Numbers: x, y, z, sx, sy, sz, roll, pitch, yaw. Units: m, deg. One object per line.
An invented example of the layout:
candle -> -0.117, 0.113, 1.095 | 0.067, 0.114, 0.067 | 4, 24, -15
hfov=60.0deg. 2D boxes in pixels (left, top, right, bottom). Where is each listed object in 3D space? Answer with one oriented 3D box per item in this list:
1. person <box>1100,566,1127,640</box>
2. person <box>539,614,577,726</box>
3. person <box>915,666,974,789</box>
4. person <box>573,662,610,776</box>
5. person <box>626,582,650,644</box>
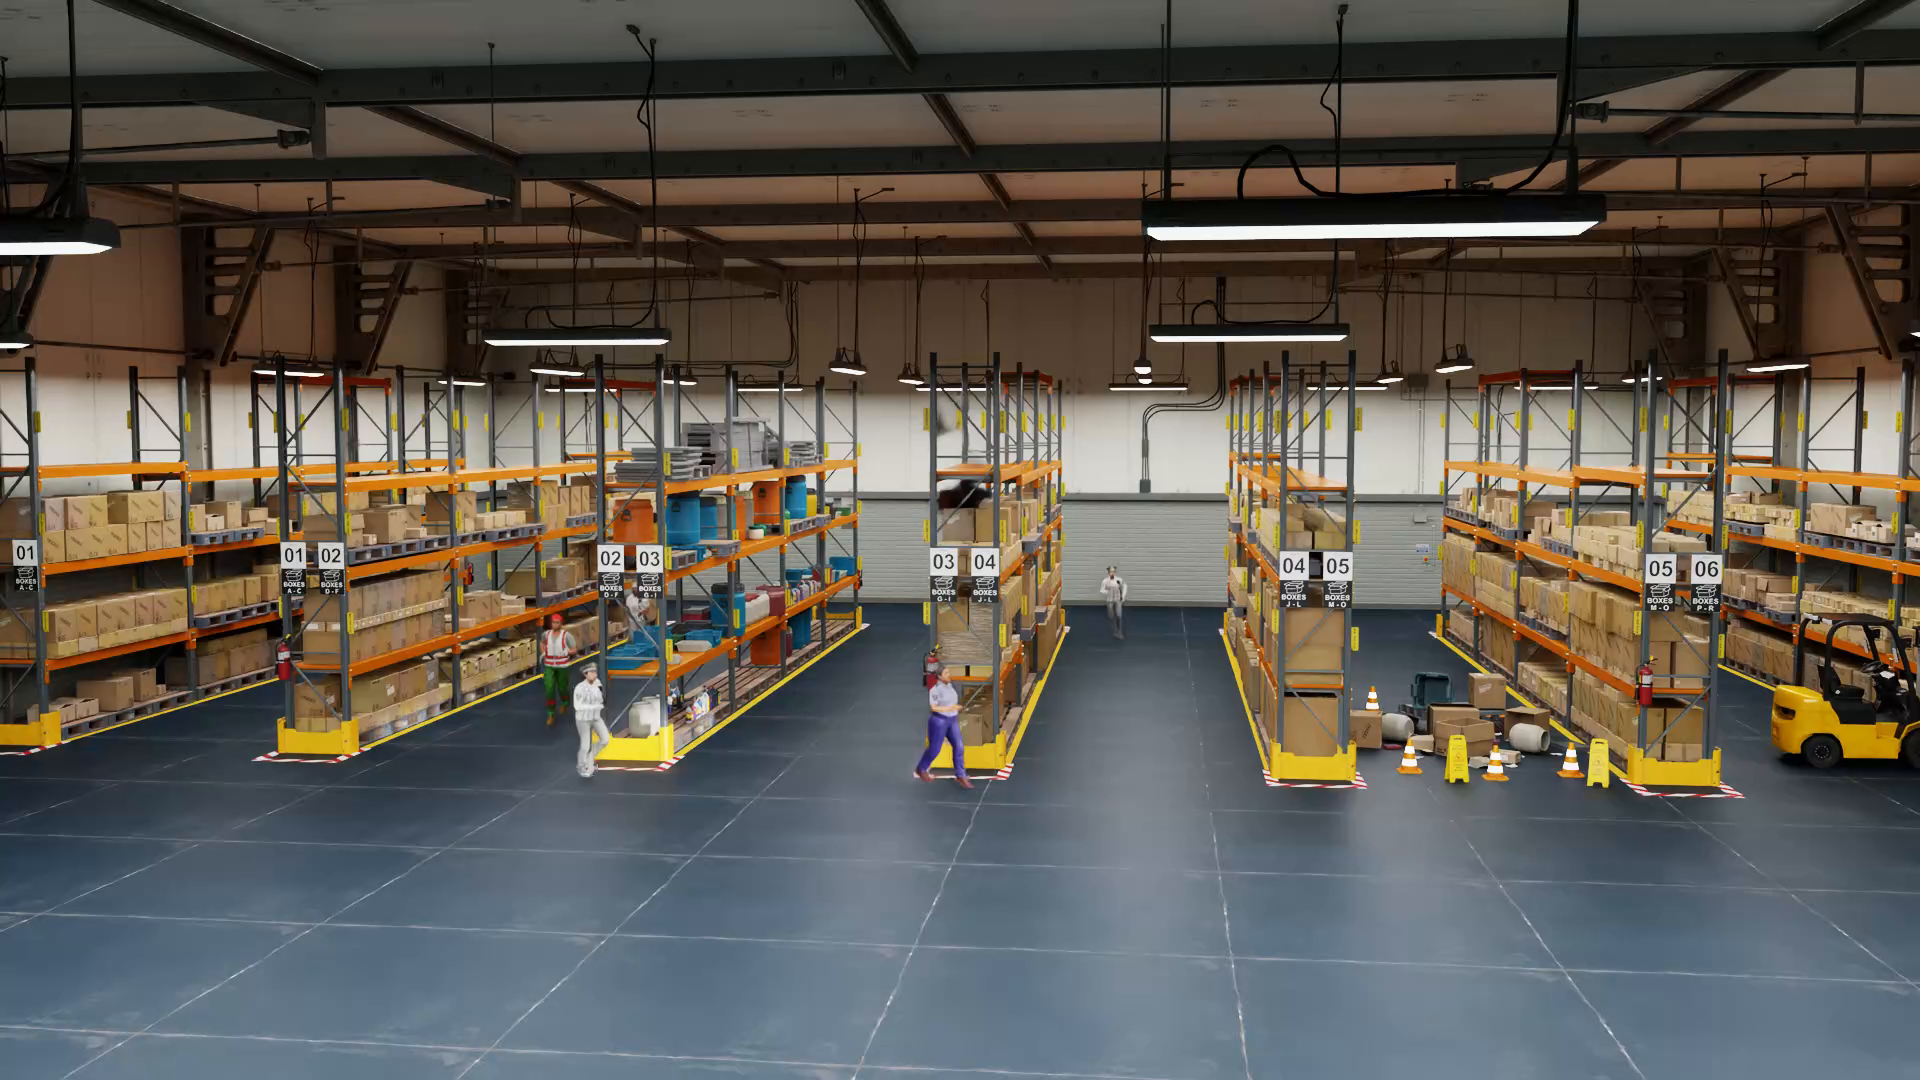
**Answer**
person -> 3.541, 1.448, 38.435 | 0.598, 1.719, 0.728 | 1, 4, 8
person -> -6.717, 2.128, 27.750 | 0.652, 1.805, 0.983 | 0, 4, -2
person -> -0.241, 2.559, 22.792 | 0.863, 1.667, 0.601 | 3, 5, 38
person -> -5.159, 2.515, 23.306 | 0.725, 1.642, 0.648 | 3, 5, 40
person -> -6.777, 1.704, 34.841 | 0.561, 1.667, 0.573 | 0, 4, 2
